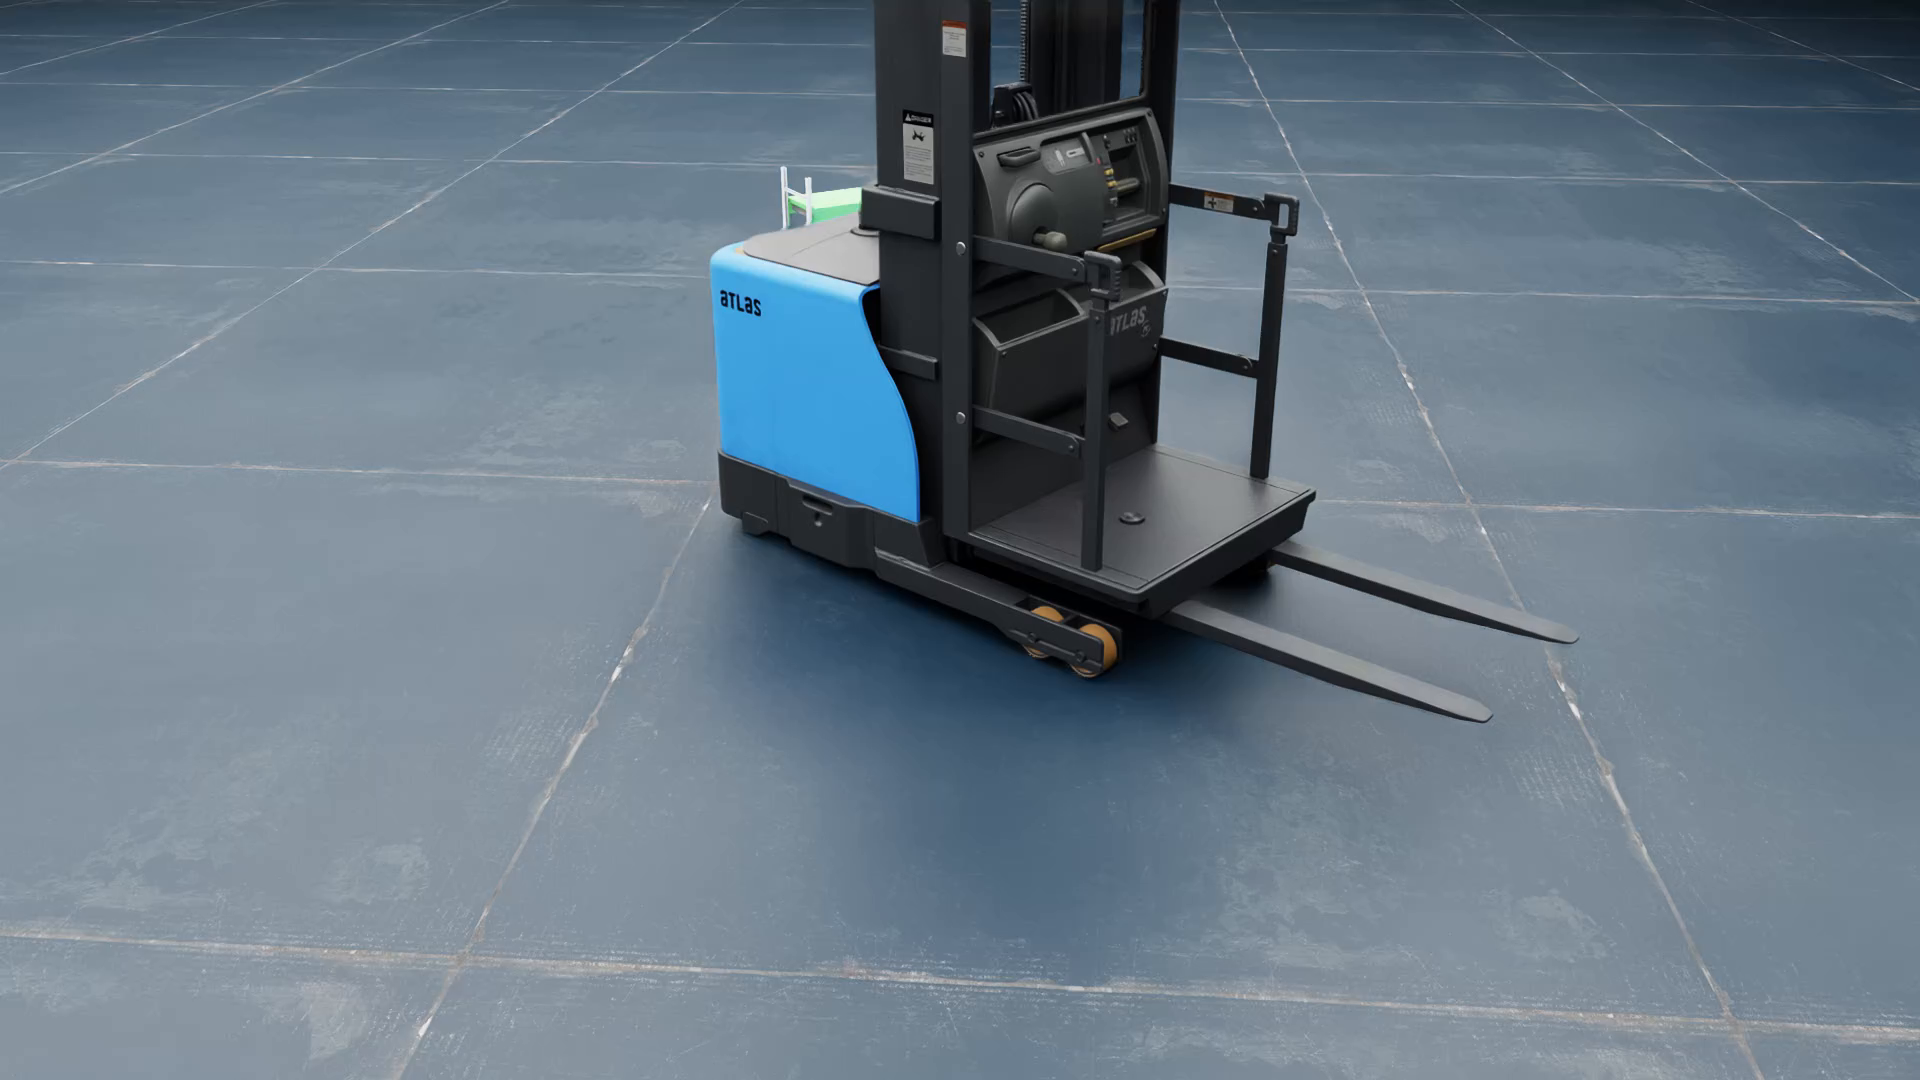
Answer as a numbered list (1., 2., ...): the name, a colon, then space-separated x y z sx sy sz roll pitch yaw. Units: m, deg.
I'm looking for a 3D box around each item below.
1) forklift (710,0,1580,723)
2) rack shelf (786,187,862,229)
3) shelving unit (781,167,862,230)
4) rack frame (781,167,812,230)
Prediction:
1. forklift: 0.532 -1.143 5.228 3.031 2.935 1.130 20 31 36
2. rack shelf: -0.433 -1.321 6.691 0.480 0.148 0.258 -14 28 -28
3. shelving unit: -0.433 -0.943 6.865 0.503 1.200 0.258 -14 28 -28
4. rack frame: -0.642 -0.891 6.750 0.015 1.200 0.240 -14 28 -28
